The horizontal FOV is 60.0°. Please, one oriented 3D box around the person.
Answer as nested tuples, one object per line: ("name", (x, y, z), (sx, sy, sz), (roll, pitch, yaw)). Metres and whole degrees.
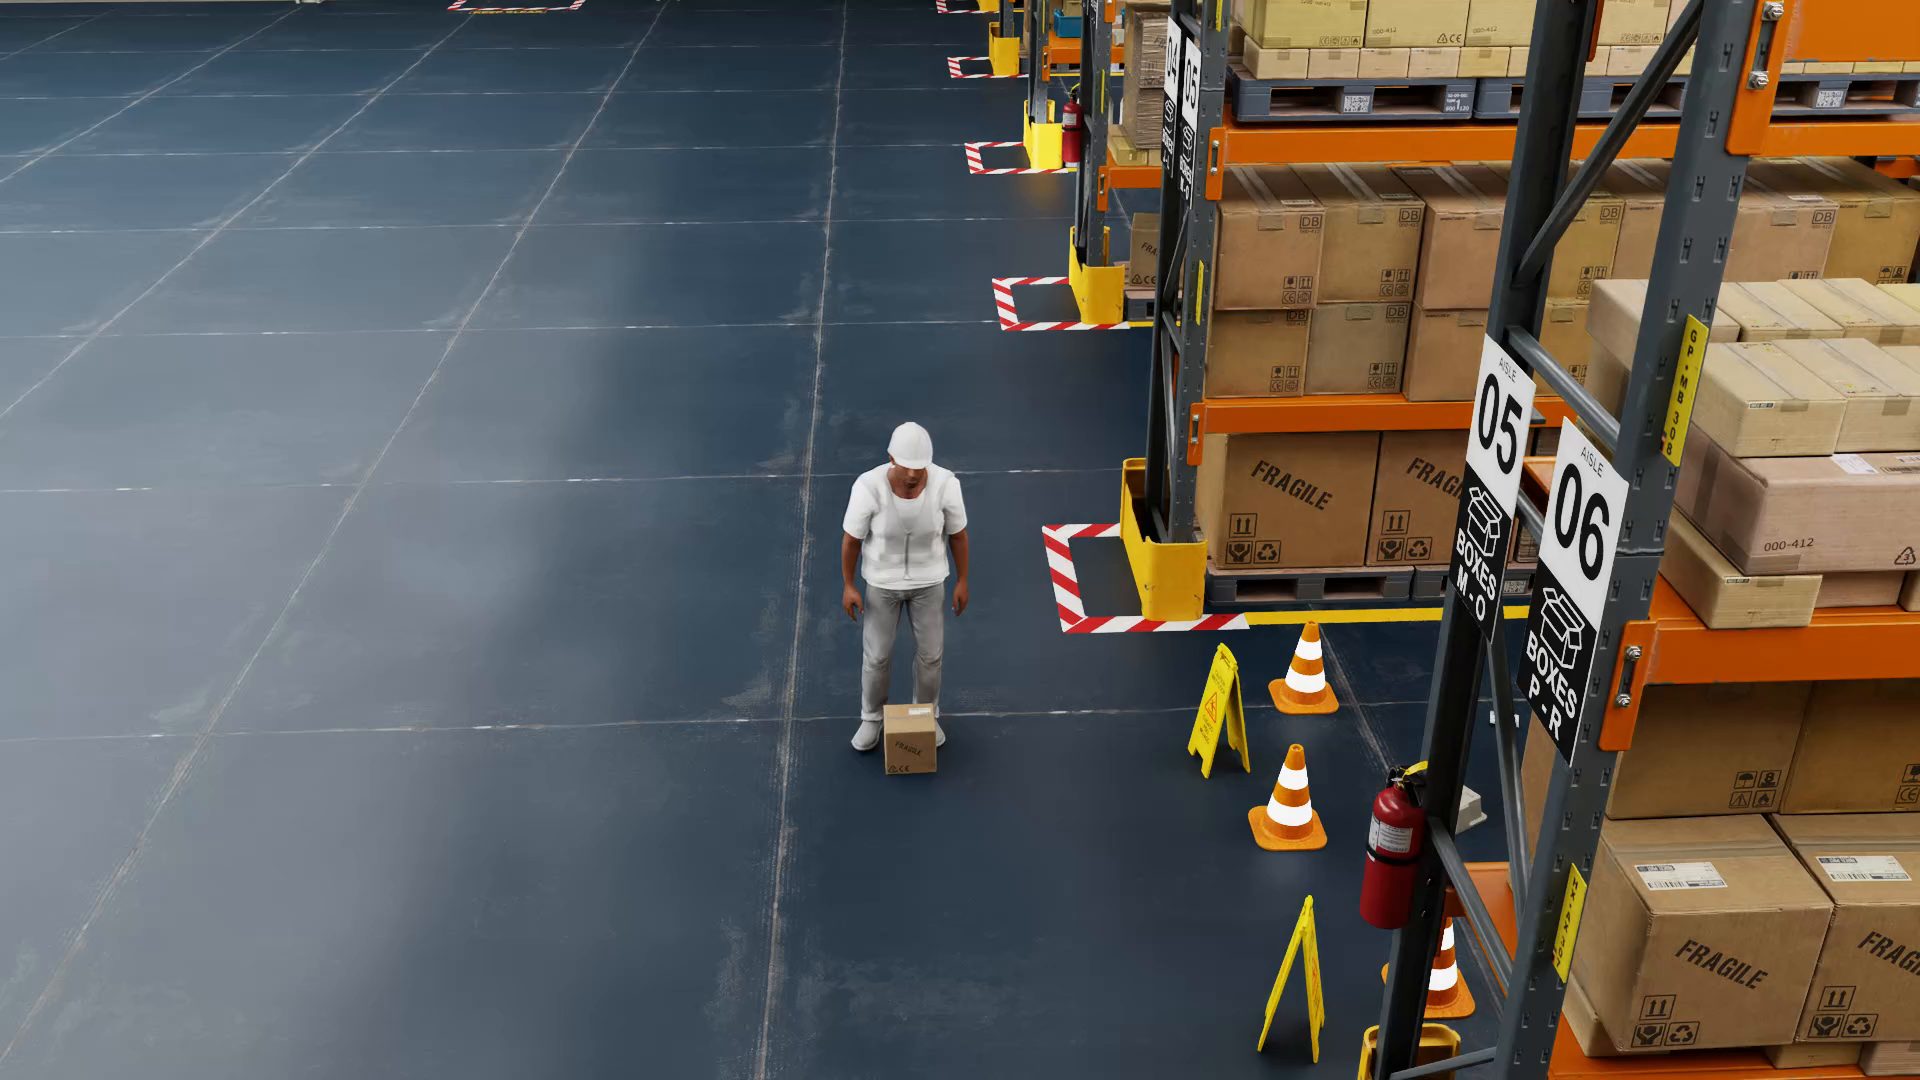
("person", (-0.272, 0.224, 8.171), (0.635, 1.757, 0.462), (-2, 27, -4))
